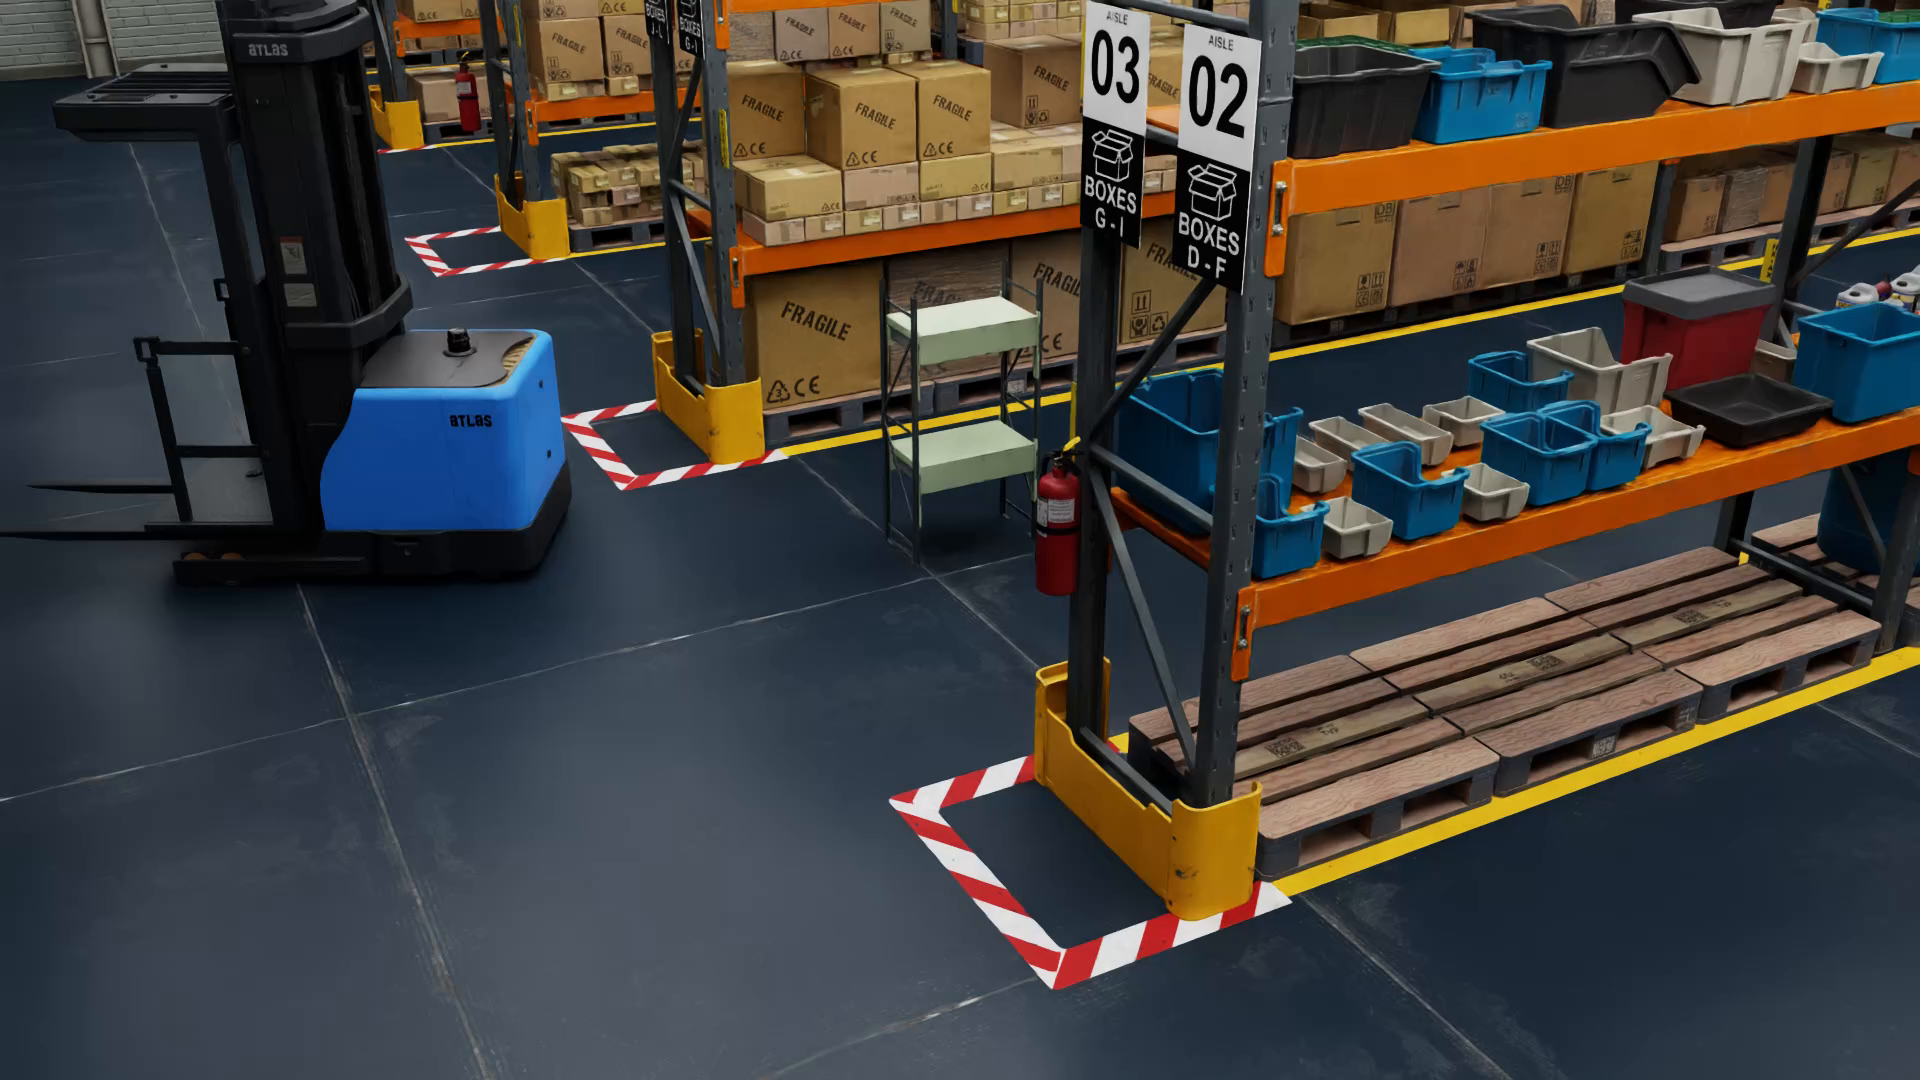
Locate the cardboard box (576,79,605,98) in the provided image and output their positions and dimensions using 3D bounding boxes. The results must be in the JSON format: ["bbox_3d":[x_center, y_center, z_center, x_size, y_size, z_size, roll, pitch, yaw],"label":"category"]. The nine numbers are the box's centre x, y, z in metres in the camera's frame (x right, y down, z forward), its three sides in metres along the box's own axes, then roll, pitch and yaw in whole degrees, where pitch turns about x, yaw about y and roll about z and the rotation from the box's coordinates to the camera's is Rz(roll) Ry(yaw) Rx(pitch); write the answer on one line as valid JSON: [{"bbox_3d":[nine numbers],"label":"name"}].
[{"bbox_3d":[-3.195,-3.875,14.146,0.250,0.149,0.380,-12,28,-23],"label":"cardboard box"}]

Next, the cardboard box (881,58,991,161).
[{"bbox_3d":[-0.150,-2.674,10.317,0.500,0.500,0.500,-14,29,-26],"label":"cardboard box"}]

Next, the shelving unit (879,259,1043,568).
[{"bbox_3d":[0.006,-0.677,8.928,0.755,1.500,0.431,-13,29,-25],"label":"shelving unit"}]

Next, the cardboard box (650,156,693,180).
[{"bbox_3d":[-2.569,-3.316,14.812,0.250,0.149,0.380,-15,29,-28],"label":"cardboard box"}]

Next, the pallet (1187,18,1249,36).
[{"bbox_3d":[2.640,-5.337,17.122,1.003,0.211,1.213,-13,29,-25],"label":"pallet"}]

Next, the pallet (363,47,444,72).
[{"bbox_3d":[-7.828,-6.666,22.890,1.213,0.211,1.003,-13,29,-25],"label":"pallet"}]

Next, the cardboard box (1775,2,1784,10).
[{"bbox_3d":[9.710,-6.307,20.890,0.875,0.875,0.875,-13,28,-25],"label":"cardboard box"}]

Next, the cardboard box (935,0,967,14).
[{"bbox_3d":[-0.053,-5.162,15.996,0.250,0.149,0.380,-12,28,-24],"label":"cardboard box"}]

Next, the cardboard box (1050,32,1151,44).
[{"bbox_3d":[0.953,-3.187,11.386,0.500,0.500,0.500,-13,29,-25],"label":"cardboard box"}]

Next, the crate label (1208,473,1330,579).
[{"bbox_3d":[1.108,-0.050,6.012,0.303,0.233,0.416,-13,29,-25],"label":"crate label"}]

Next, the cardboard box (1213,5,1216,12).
[{"bbox_3d":[2.331,-5.258,16.540,0.250,0.149,0.380,-13,29,-26],"label":"cardboard box"}]

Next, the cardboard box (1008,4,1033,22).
[{"bbox_3d":[0.481,-4.963,15.583,0.250,0.149,0.380,-14,29,-26],"label":"cardboard box"}]

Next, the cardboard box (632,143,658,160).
[{"bbox_3d":[-2.817,-3.516,15.229,0.250,0.149,0.380,-14,29,-27],"label":"cardboard box"}]

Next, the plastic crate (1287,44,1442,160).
[{"bbox_3d":[1.206,-1.439,5.467,0.590,0.269,0.497,-13,29,-25],"label":"plastic crate"}]

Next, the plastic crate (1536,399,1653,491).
[{"bbox_3d":[2.534,-0.379,6.698,0.300,0.233,0.416,-13,29,-25],"label":"plastic crate"}]

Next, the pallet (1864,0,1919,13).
[{"bbox_3d":[4.910,-2.453,7.645,1.003,0.211,1.213,-13,29,-25],"label":"pallet"}]

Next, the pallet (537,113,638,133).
[{"bbox_3d":[-4.515,-5.032,19.488,1.213,0.211,1.003,-13,29,-25],"label":"pallet"}]

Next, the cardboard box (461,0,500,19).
[{"bbox_3d":[-5.267,-5.997,18.159,0.500,0.500,0.500,-13,29,-26],"label":"cardboard box"}]

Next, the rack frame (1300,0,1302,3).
[{"bbox_3d":[3.218,-5.610,17.468,0.127,3.000,1.000,-13,29,-25],"label":"rack frame"}]

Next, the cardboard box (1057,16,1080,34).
[{"bbox_3d":[0.939,-4.934,15.867,0.250,0.149,0.380,-13,28,-25],"label":"cardboard box"}]

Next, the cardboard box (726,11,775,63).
[{"bbox_3d":[-1.969,-4.465,14.625,0.500,0.500,0.500,-14,29,-26],"label":"cardboard box"}]

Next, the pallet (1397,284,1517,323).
[{"bbox_3d":[3.657,-2.059,13.295,1.213,0.211,1.003,-13,29,-25],"label":"pallet"}]

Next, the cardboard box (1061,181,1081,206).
[{"bbox_3d":[0.685,-2.318,10.902,0.250,0.149,0.380,-13,29,-26],"label":"cardboard box"}]

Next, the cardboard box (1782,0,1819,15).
[{"bbox_3d":[7.507,-4.357,14.254,0.637,0.503,0.797,-10,27,-20],"label":"cardboard box"}]

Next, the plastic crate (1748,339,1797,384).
[{"bbox_3d":[3.787,-0.856,7.804,0.243,0.136,0.396,-13,29,-25],"label":"plastic crate"}]

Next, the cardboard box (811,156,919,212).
[{"bbox_3d":[-0.590,-2.235,10.269,0.500,0.250,0.500,-13,29,-26],"label":"cardboard box"}]

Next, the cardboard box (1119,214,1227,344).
[{"bbox_3d":[1.314,-2.008,11.936,0.875,0.875,0.875,-13,29,-25],"label":"cardboard box"}]

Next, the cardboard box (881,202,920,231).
[{"bbox_3d":[-0.446,-2.057,10.359,0.250,0.149,0.380,-13,29,-26],"label":"cardboard box"}]

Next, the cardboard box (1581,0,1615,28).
[{"bbox_3d":[4.810,-4.049,12.944,0.637,0.503,0.797,-12,28,-23],"label":"cardboard box"}]

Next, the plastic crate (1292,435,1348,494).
[{"bbox_3d":[1.369,-0.317,6.680,0.243,0.136,0.396,-13,29,-25],"label":"plastic crate"}]

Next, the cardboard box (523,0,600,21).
[{"bbox_3d":[-3.319,-4.600,13.751,0.500,0.500,0.500,-13,29,-25],"label":"cardboard box"}]

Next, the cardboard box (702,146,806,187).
[{"bbox_3d":[-1.293,-2.332,10.471,0.500,0.250,0.500,-13,29,-26],"label":"cardboard box"}]

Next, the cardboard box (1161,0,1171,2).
[{"bbox_3d":[1.860,-5.282,16.246,0.250,0.149,0.380,-12,28,-24],"label":"cardboard box"}]

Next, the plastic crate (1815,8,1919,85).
[{"bbox_3d":[3.611,-1.958,6.590,0.300,0.233,0.416,-13,29,-25],"label":"plastic crate"}]

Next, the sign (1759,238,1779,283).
[{"bbox_3d":[4.007,-1.324,8.222,0.005,0.325,0.100,-13,29,-25],"label":"sign"}]

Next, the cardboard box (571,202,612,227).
[{"bbox_3d":[-3.228,-2.869,14.568,0.250,0.149,0.380,-12,28,-24],"label":"cardboard box"}]

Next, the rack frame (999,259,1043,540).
[{"bbox_3d":[0.329,-0.752,9.083,0.023,1.500,0.400,-13,29,-25],"label":"rack frame"}]

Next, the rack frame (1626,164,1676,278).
[{"bbox_3d":[5.463,-3.695,13.480,0.127,3.000,1.000,-13,29,-25],"label":"rack frame"}]

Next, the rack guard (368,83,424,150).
[{"bbox_3d":[-6.280,-4.718,18.500,0.348,0.500,1.175,-13,29,-25],"label":"rack guard"}]

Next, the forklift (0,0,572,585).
[{"bbox_3d":[-3.750,-1.313,8.597,3.031,2.935,1.130,0,26,0],"label":"forklift"}]

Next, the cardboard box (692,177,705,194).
[{"bbox_3d":[-2.348,-3.246,15.010,0.250,0.149,0.380,-14,29,-28],"label":"cardboard box"}]

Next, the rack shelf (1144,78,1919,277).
[{"bbox_3d":[2.500,-1.609,6.501,4.000,0.370,1.077,-13,29,-25],"label":"rack shelf"}]

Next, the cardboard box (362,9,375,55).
[{"bbox_3d":[-8.014,-6.897,22.549,0.637,0.503,0.797,-14,29,-27],"label":"cardboard box"}]

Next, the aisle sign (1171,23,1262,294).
[{"bbox_3d":[0.811,-1.218,5.317,0.004,0.787,0.394,-13,29,-25],"label":"aisle sign"}]

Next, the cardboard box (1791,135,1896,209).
[{"bbox_3d":[8.011,-3.374,15.192,0.500,0.500,0.700,-13,29,-25],"label":"cardboard box"}]

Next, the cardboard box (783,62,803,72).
[{"bbox_3d":[-1.607,-4.267,14.962,0.250,0.149,0.380,-13,29,-26],"label":"cardboard box"}]

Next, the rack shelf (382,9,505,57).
[{"bbox_3d":[-4.494,-5.933,18.973,4.000,0.370,1.077,-13,29,-25],"label":"rack shelf"}]

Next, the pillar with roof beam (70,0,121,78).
[{"bbox_3d":[-9.375,-8.600,16.766,0.400,9.000,9.100,-13,29,-25],"label":"pillar with roof beam"}]

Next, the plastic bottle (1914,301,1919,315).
[{"bbox_3d":[4.858,-1.133,8.374,0.097,0.201,0.097,0,26,0],"label":"plastic bottle"}]

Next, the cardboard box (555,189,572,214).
[{"bbox_3d":[-3.474,-3.071,14.990,0.250,0.149,0.380,-12,28,-24],"label":"cardboard box"}]

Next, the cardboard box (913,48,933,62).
[{"bbox_3d":[-0.453,-4.534,15.518,0.250,0.149,0.380,-13,29,-26],"label":"cardboard box"}]

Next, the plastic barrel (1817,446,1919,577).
[{"bbox_3d":[4.752,-0.336,8.424,0.708,0.901,0.600,-13,29,-25],"label":"plastic barrel"}]
